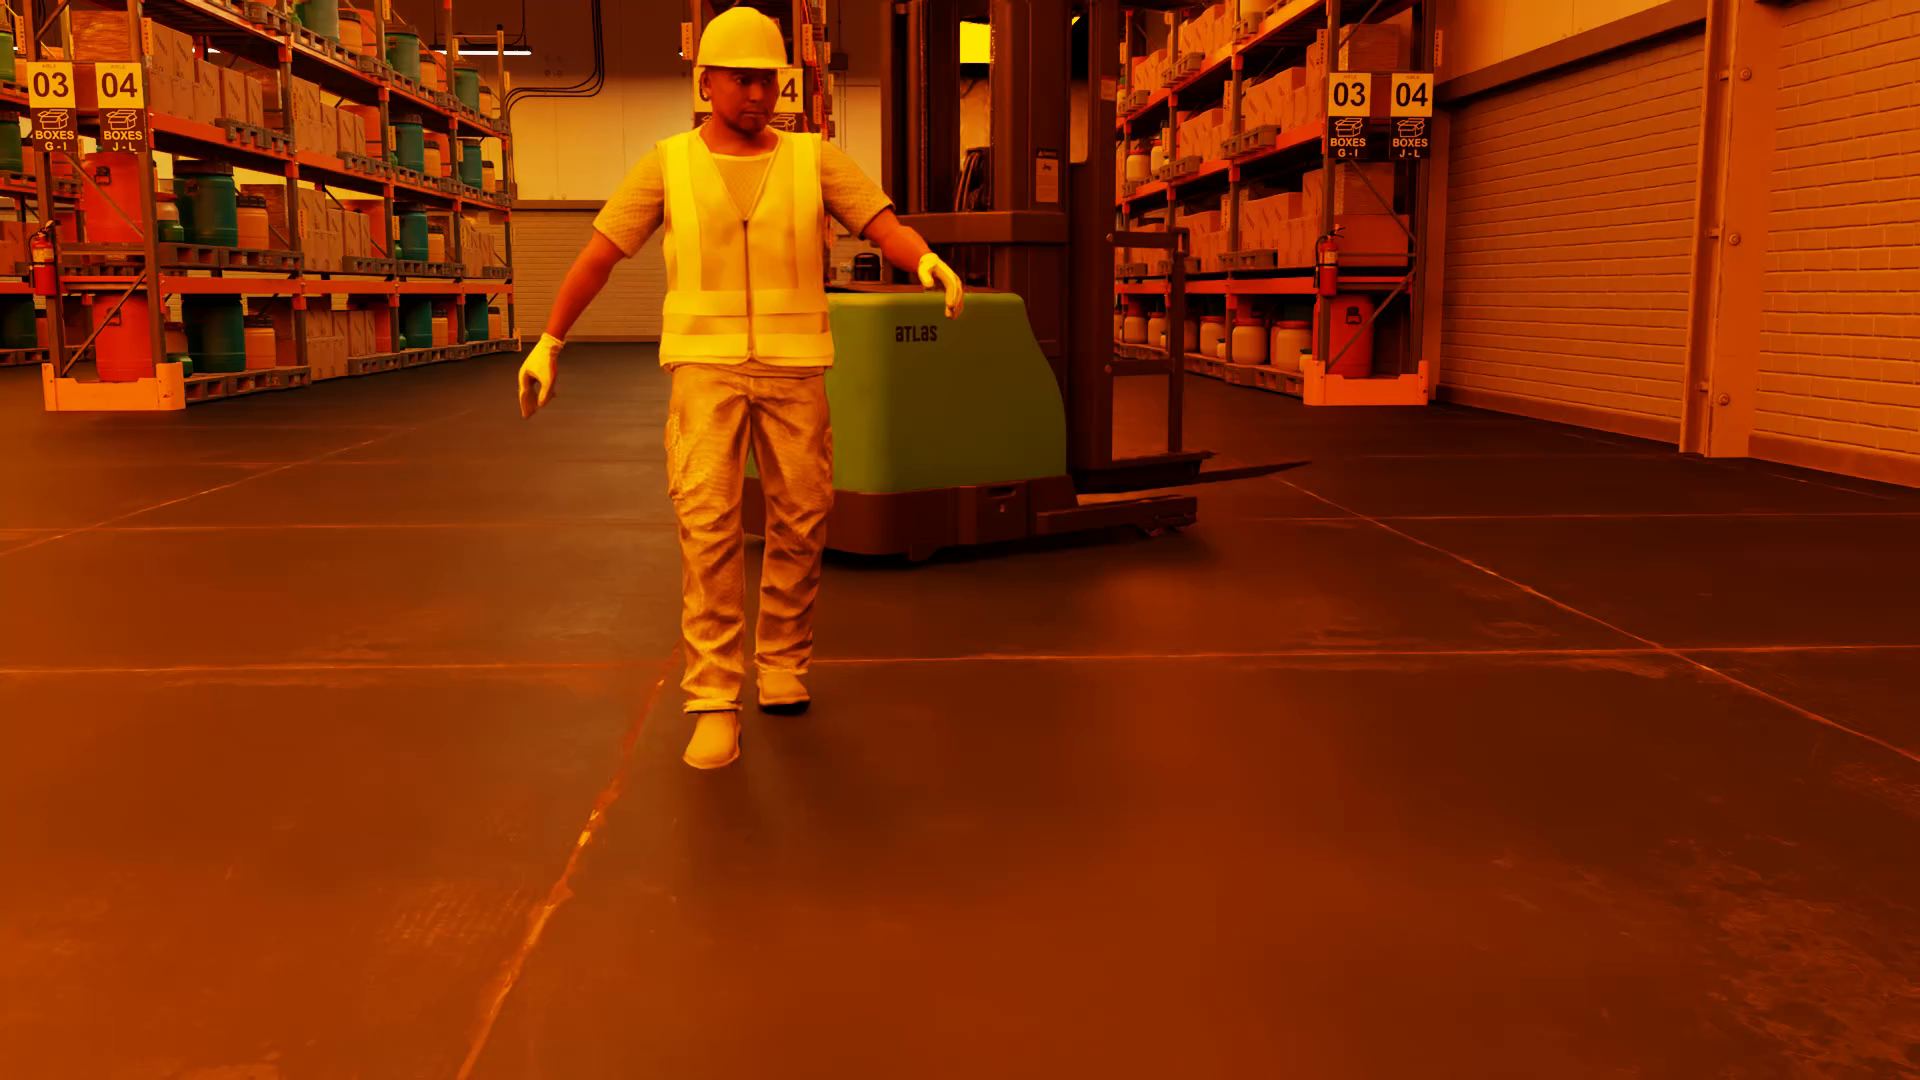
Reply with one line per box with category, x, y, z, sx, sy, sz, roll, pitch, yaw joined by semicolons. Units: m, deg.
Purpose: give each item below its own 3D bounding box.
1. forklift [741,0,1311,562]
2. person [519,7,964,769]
forklift;0.446;-1.519;7.559;3.031;2.935;1.130;-8;11;-41
person;-0.550;-0.391;4.042;1.029;1.763;0.731;-2;9;-13
